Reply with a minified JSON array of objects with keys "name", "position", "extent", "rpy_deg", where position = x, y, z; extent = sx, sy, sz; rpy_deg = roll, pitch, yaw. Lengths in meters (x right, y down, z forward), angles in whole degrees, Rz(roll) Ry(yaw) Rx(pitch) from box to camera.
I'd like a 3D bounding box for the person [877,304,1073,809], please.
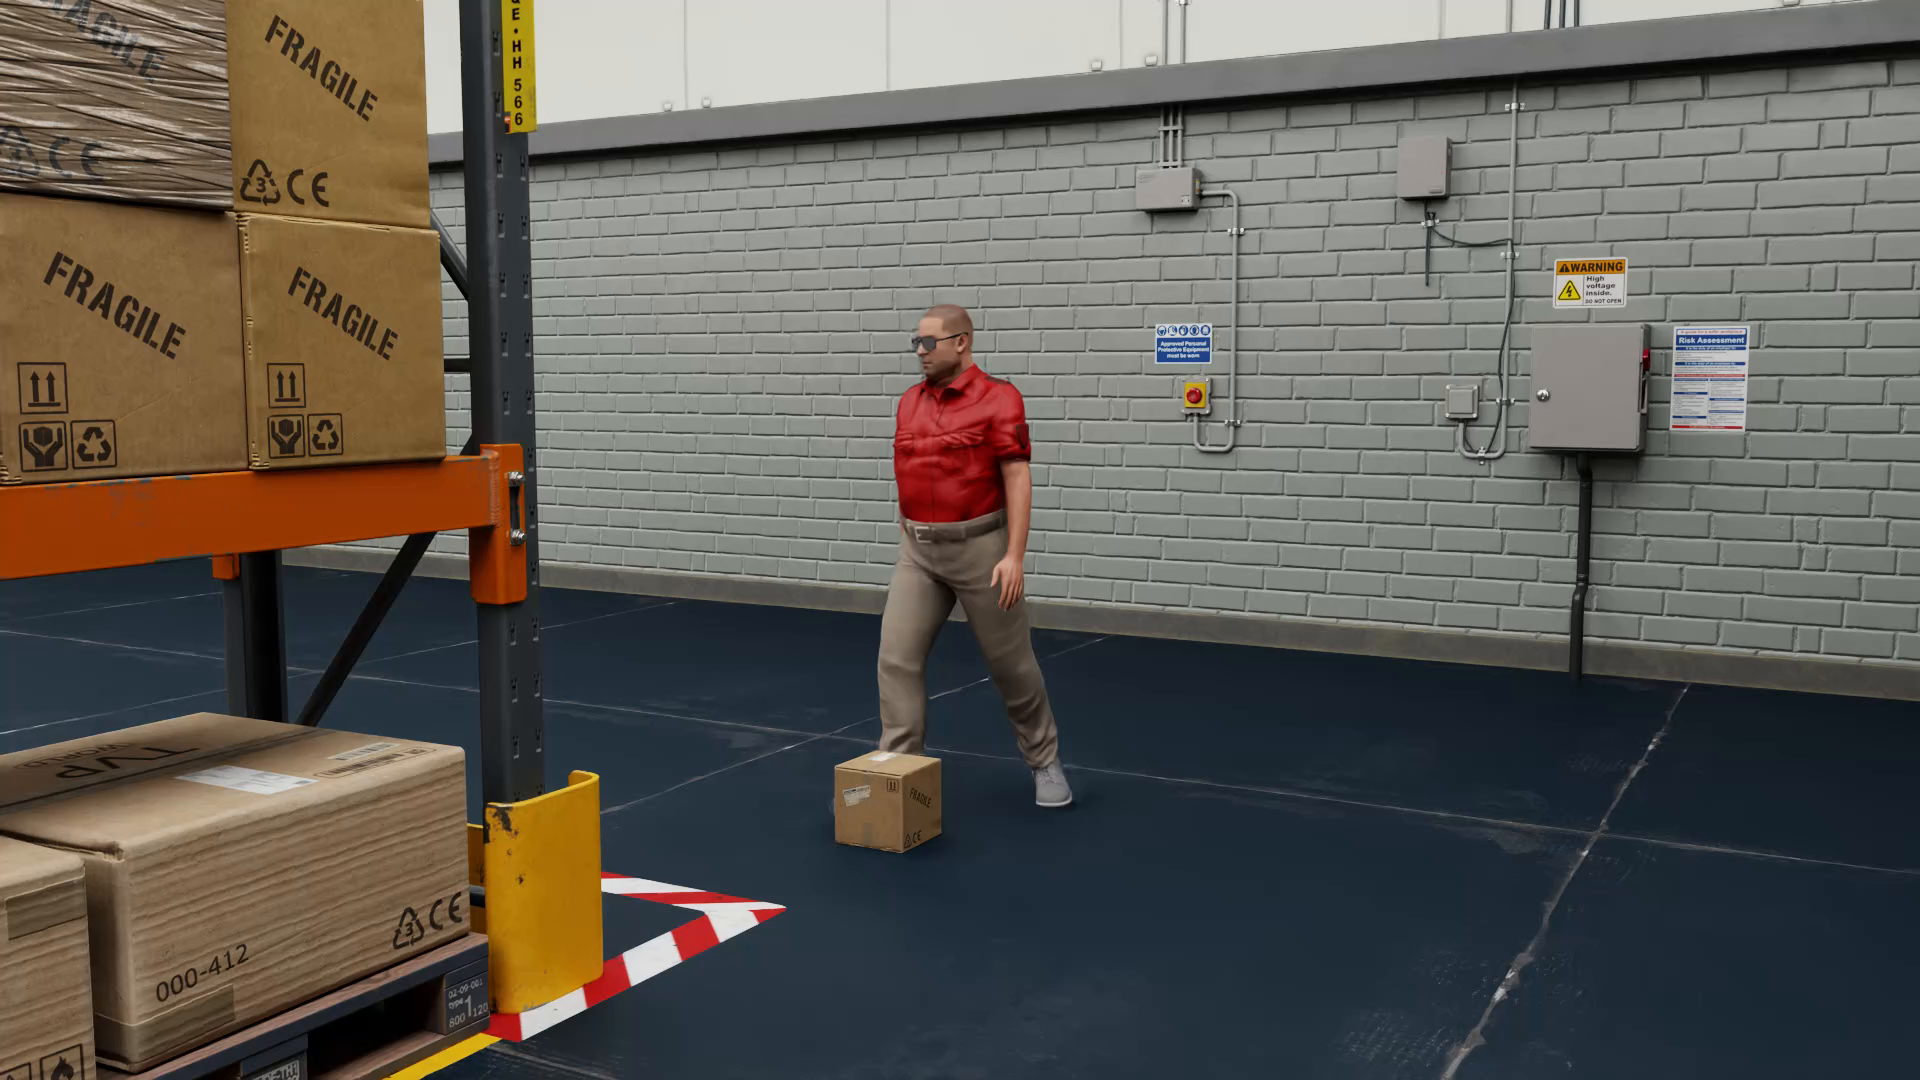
[{"name":"person","position":[0.021,0.071,5.649],"extent":[0.615,1.730,0.760],"rpy_deg":[4,7,32]}]
